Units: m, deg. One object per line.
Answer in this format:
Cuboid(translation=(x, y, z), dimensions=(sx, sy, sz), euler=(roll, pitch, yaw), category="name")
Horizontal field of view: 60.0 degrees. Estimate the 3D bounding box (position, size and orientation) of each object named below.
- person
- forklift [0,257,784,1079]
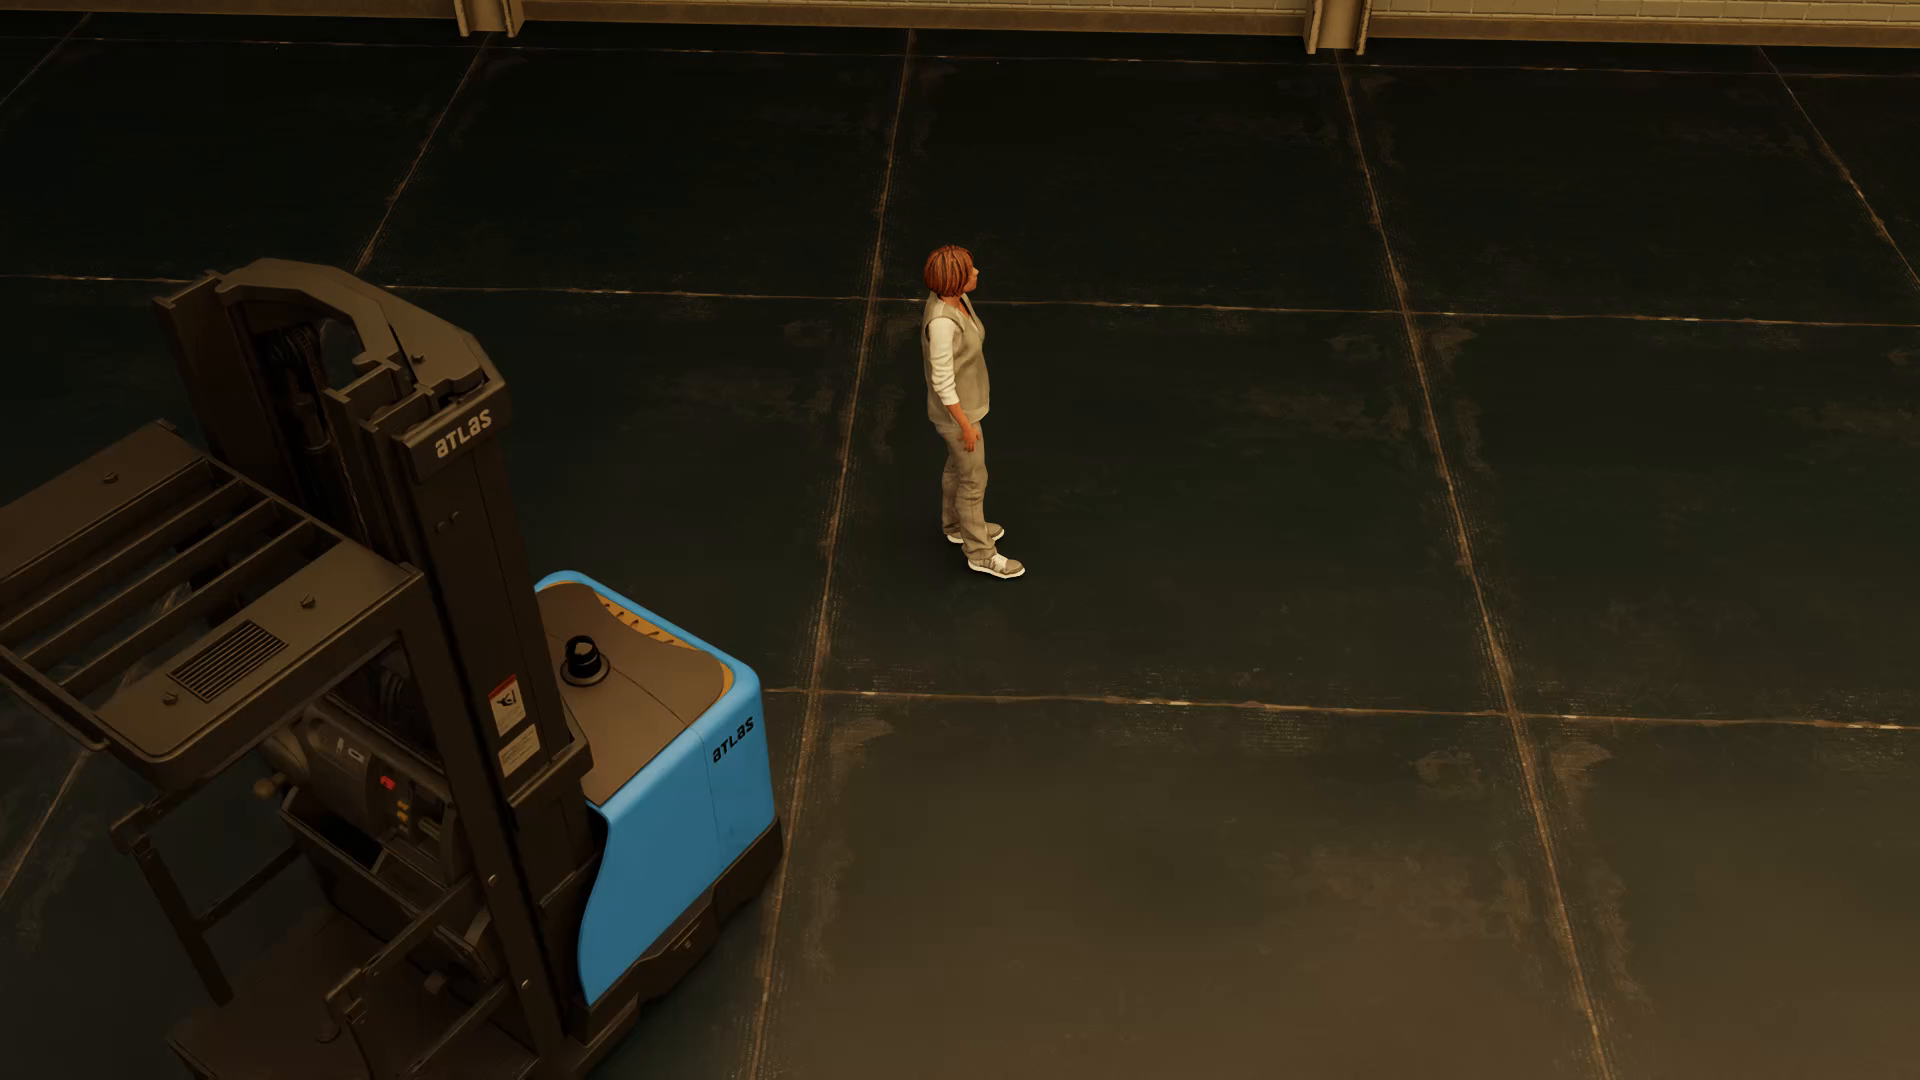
Cuboid(translation=(0.074, -0.583, 7.361), dimensions=(0.473, 1.599, 0.521), euler=(2, 42, 2), category="person")
Cuboid(translation=(-1.950, 0.797, 4.869), dimensions=(1.130, 2.935, 3.031), euler=(26, 48, 25), category="forklift")
